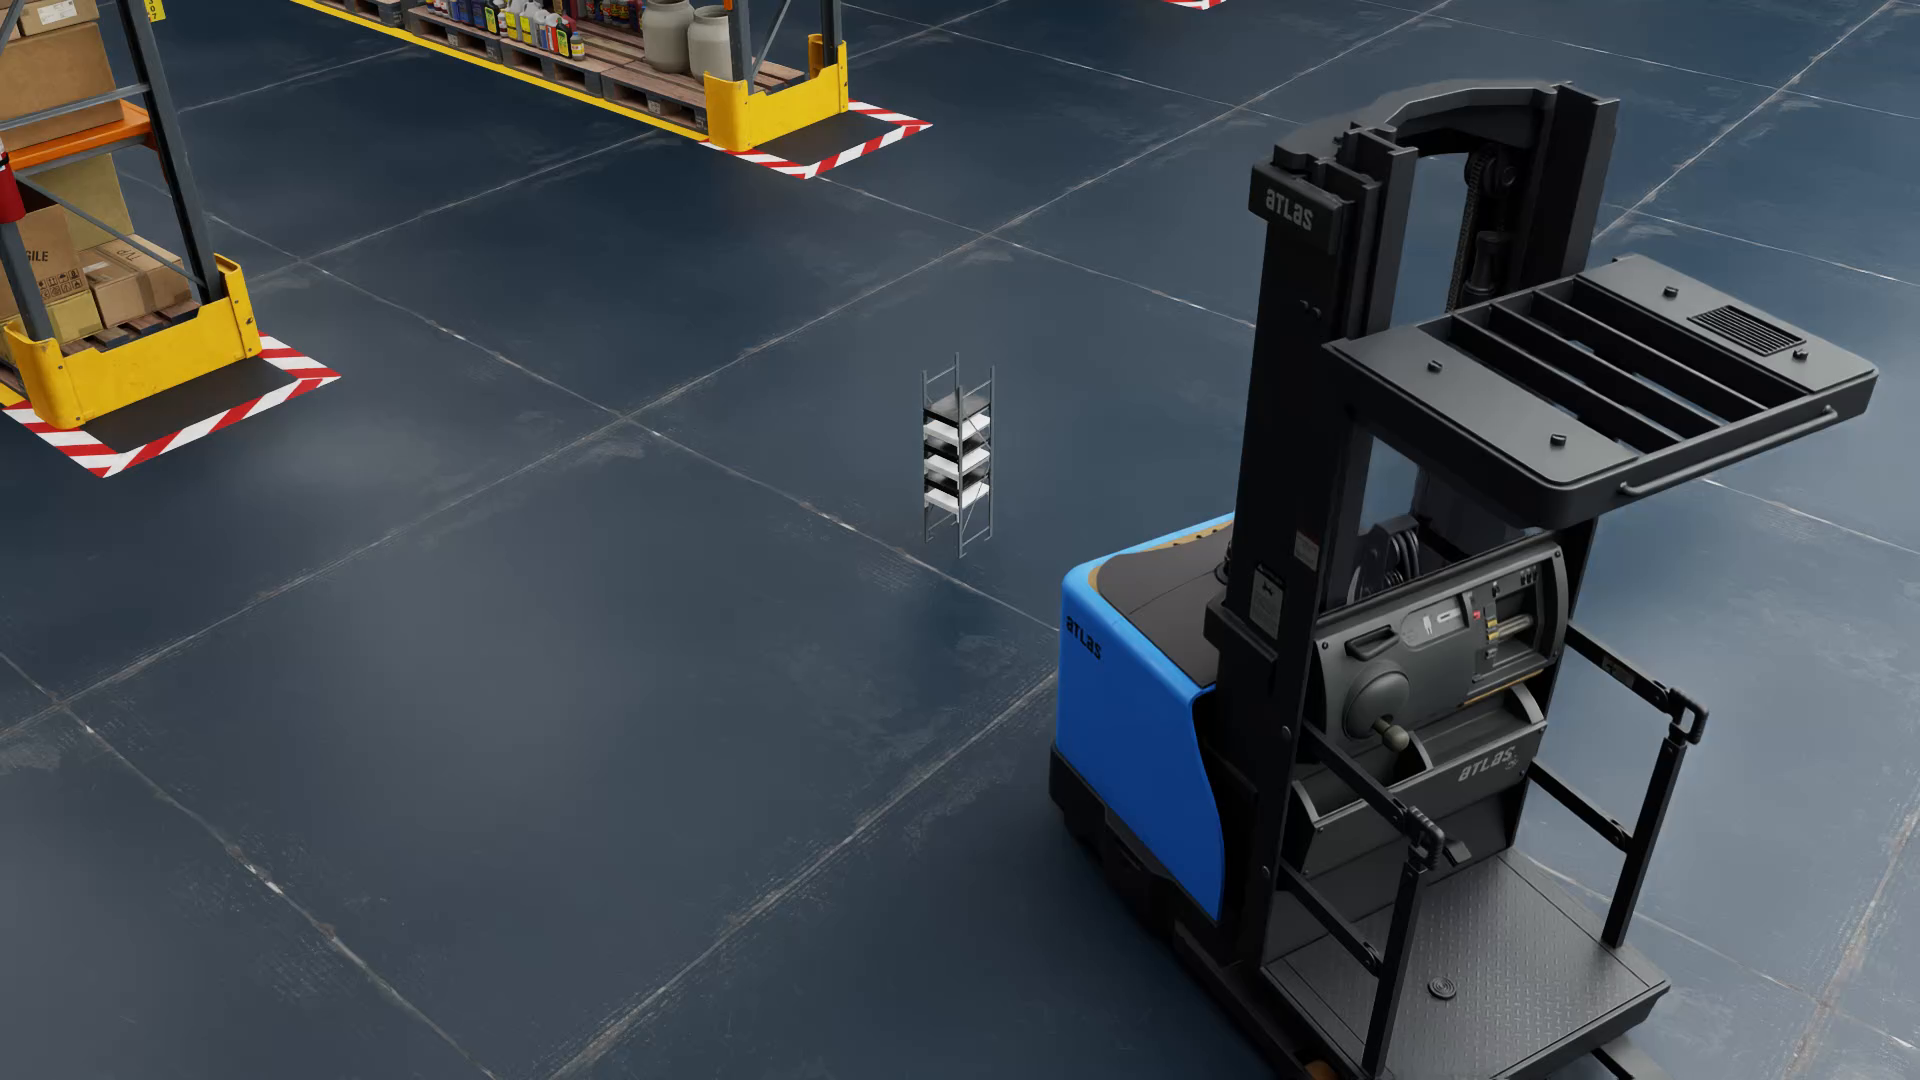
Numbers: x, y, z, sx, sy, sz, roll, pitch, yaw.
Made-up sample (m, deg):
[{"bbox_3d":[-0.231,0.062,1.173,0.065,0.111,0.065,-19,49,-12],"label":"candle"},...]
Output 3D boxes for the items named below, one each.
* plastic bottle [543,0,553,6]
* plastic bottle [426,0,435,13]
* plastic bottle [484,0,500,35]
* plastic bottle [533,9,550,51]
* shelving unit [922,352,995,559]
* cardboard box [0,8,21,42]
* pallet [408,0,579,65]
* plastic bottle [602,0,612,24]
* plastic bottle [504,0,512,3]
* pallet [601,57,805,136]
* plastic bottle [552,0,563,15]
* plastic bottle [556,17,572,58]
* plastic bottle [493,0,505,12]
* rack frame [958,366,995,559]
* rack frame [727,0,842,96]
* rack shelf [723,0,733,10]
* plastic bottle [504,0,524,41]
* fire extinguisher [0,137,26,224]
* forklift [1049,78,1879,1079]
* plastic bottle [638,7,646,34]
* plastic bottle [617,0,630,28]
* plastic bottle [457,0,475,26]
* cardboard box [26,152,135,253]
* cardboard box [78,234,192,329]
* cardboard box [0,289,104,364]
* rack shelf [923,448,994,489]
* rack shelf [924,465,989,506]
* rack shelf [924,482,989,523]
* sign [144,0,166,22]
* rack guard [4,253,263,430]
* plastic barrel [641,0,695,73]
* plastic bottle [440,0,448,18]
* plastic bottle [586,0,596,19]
[{"bbox_3d":[-3.472,-4.629,13.792,0.185,0.351,0.144,23,41,30],"label":"plastic bottle"},{"bbox_3d":[-4.335,-4.467,13.627,0.097,0.271,0.097,0,34,0],"label":"plastic bottle"},{"bbox_3d":[-3.699,-4.159,13.167,0.133,0.283,0.061,27,43,34],"label":"plastic bottle"},{"bbox_3d":[-3.200,-3.954,12.876,0.135,0.276,0.152,24,41,31],"label":"plastic bottle"},{"bbox_3d":[-0.006,-0.374,7.500,0.210,0.900,0.258,25,42,32],"label":"shelving unit"},{"bbox_3d":[-4.813,-2.478,8.048,0.250,0.149,0.380,24,41,31],"label":"cardboard box"},{"bbox_3d":[-3.810,-4.306,13.833,1.213,0.211,1.003,25,42,32],"label":"pallet"},{"bbox_3d":[-2.836,-4.284,13.422,0.097,0.201,0.097,0,34,0],"label":"plastic bottle"},{"bbox_3d":[-3.712,-4.636,13.802,0.185,0.351,0.144,25,42,32],"label":"plastic bottle"},{"bbox_3d":[-1.935,-3.422,12.546,1.213,0.211,1.003,25,42,32],"label":"pallet"},{"bbox_3d":[-3.270,-4.430,13.562,0.133,0.283,0.061,25,42,32],"label":"plastic bottle"},{"bbox_3d":[-3.018,-3.838,12.700,0.133,0.283,0.061,26,42,33],"label":"plastic bottle"},{"bbox_3d":[-3.662,-4.195,13.230,0.097,0.271,0.097,0,34,0],"label":"plastic bottle"},{"bbox_3d":[0.072,-0.337,7.446,0.006,0.900,0.240,25,42,32],"label":"rack frame"},{"bbox_3d":[-1.225,-4.268,11.315,0.127,3.000,1.000,25,42,32],"label":"rack frame"},{"bbox_3d":[-2.762,-4.696,12.573,4.000,0.370,1.077,25,42,32],"label":"rack shelf"},{"bbox_3d":[-3.473,-4.111,13.038,0.185,0.351,0.144,25,42,31],"label":"plastic bottle"},{"bbox_3d":[-4.604,-1.837,7.844,0.183,0.674,0.296,25,42,32],"label":"fire extinguisher"},{"bbox_3d":[1.500,0.369,4.624,1.130,2.935,3.031,-18,38,-24],"label":"forklift"},{"bbox_3d":[-2.499,-4.125,13.191,0.097,0.201,0.097,0,34,0],"label":"plastic bottle"},{"bbox_3d":[-2.682,-4.241,13.297,0.097,0.271,0.097,0,34,0],"label":"plastic bottle"},{"bbox_3d":[-3.944,-4.333,13.361,0.185,0.351,0.144,26,42,33],"label":"plastic bottle"},{"bbox_3d":[-5.053,-1.934,9.312,0.500,0.500,0.500,25,42,32],"label":"cardboard box"},{"bbox_3d":[-4.667,-1.445,9.262,0.500,0.250,0.500,25,42,32],"label":"cardboard box"},{"bbox_3d":[-4.998,-1.220,8.934,0.500,0.250,0.500,25,42,32],"label":"cardboard box"},{"bbox_3d":[-0.006,-0.346,7.518,0.200,0.077,0.258,25,42,32],"label":"rack shelf"},{"bbox_3d":[-0.006,-0.272,7.569,0.200,0.077,0.258,25,42,32],"label":"rack shelf"},{"bbox_3d":[-0.006,-0.198,7.620,0.200,0.077,0.258,25,42,32],"label":"rack shelf"},{"bbox_3d":[-4.038,-2.743,8.260,0.005,0.325,0.100,25,42,32],"label":"sign"},{"bbox_3d":[-4.379,-1.075,8.874,0.348,0.500,1.175,25,42,32],"label":"rack guard"},{"bbox_3d":[-2.165,-3.802,12.463,0.421,0.512,0.421,0,34,0],"label":"plastic barrel"},{"bbox_3d":[-4.178,-4.365,13.539,0.097,0.201,0.097,0,34,0],"label":"plastic bottle"},{"bbox_3d":[-2.993,-4.359,13.530,0.097,0.201,0.097,0,34,0],"label":"plastic bottle"}]
